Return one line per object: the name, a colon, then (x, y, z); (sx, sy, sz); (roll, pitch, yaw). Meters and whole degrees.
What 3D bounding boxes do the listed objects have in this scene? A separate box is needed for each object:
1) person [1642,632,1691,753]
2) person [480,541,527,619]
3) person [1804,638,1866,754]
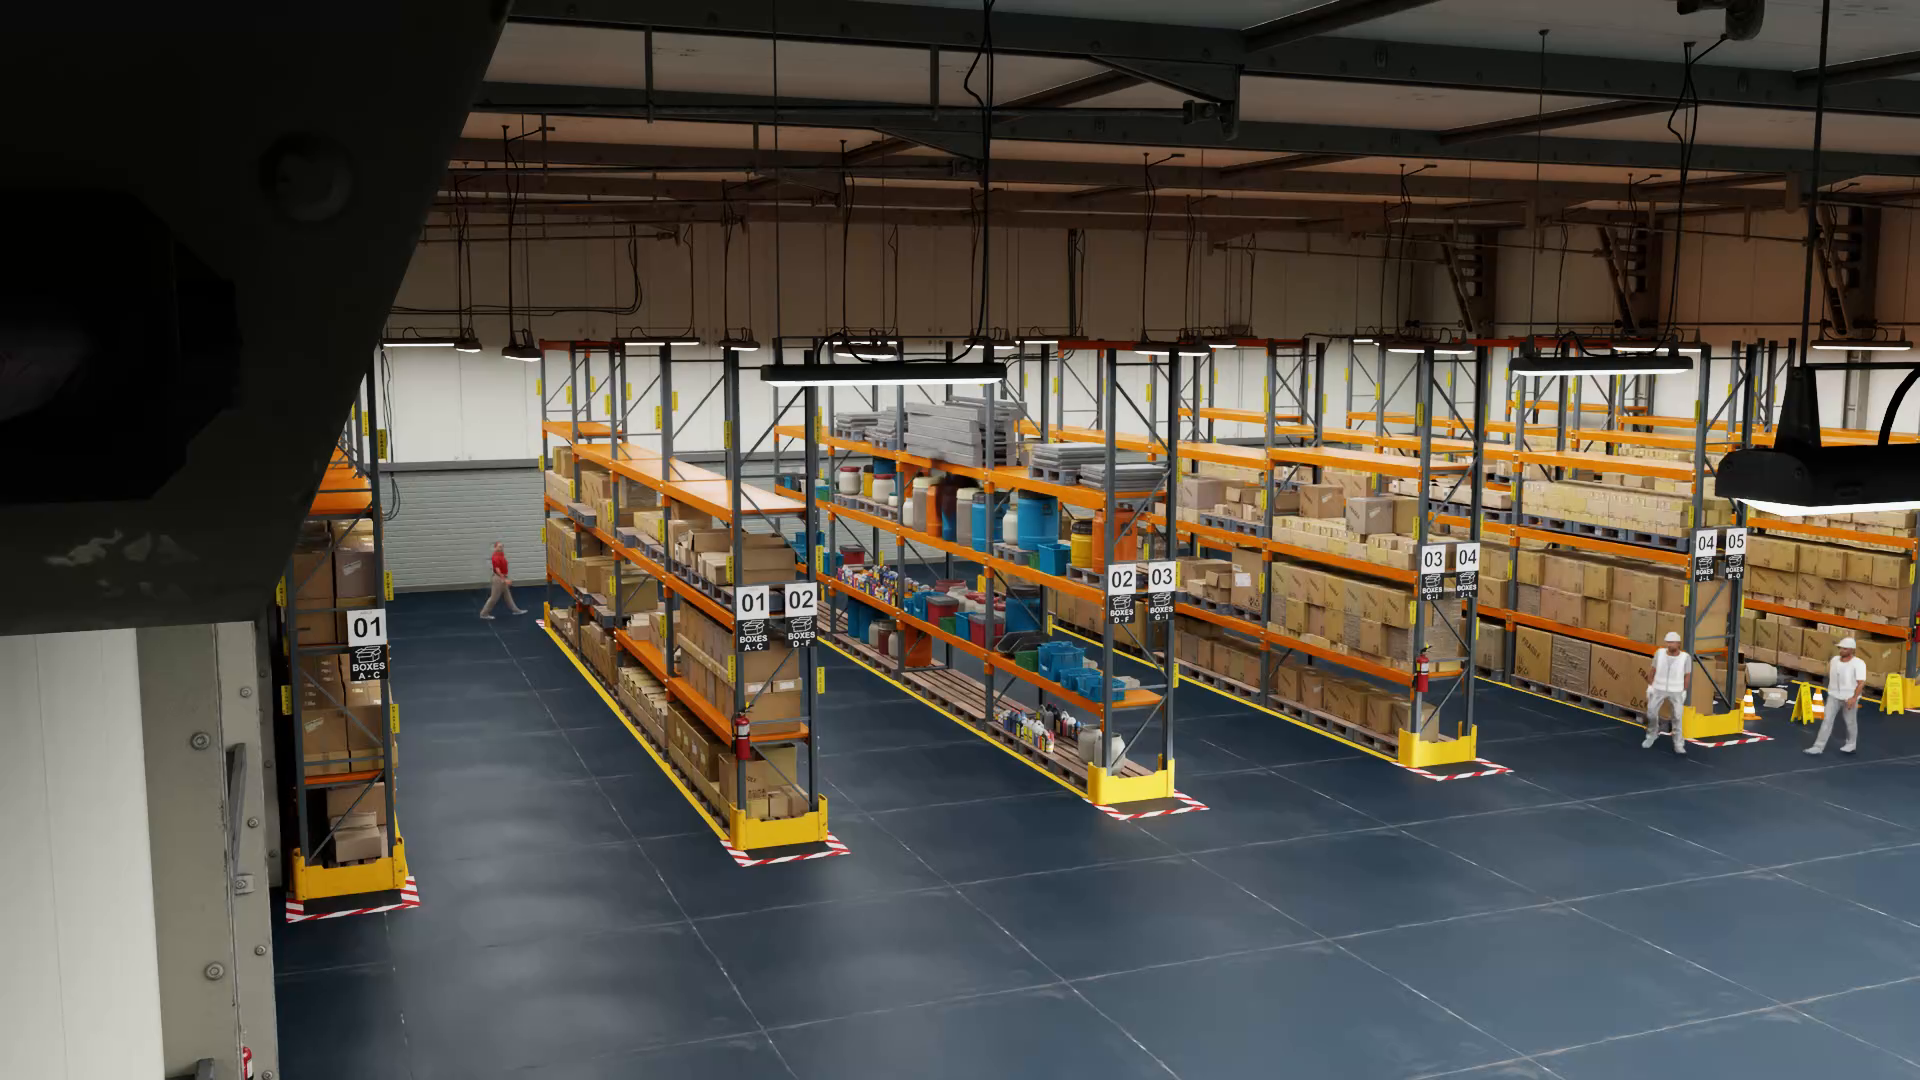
person: (10.471, 2.233, 24.617); (0.610, 1.791, 0.423); (3, 8, 23)
person: (-9.818, 0.842, 35.701); (1.081, 1.655, 0.654); (-4, 8, -28)
person: (12.892, 2.293, 24.340); (0.958, 1.722, 0.587); (-6, 10, -40)
